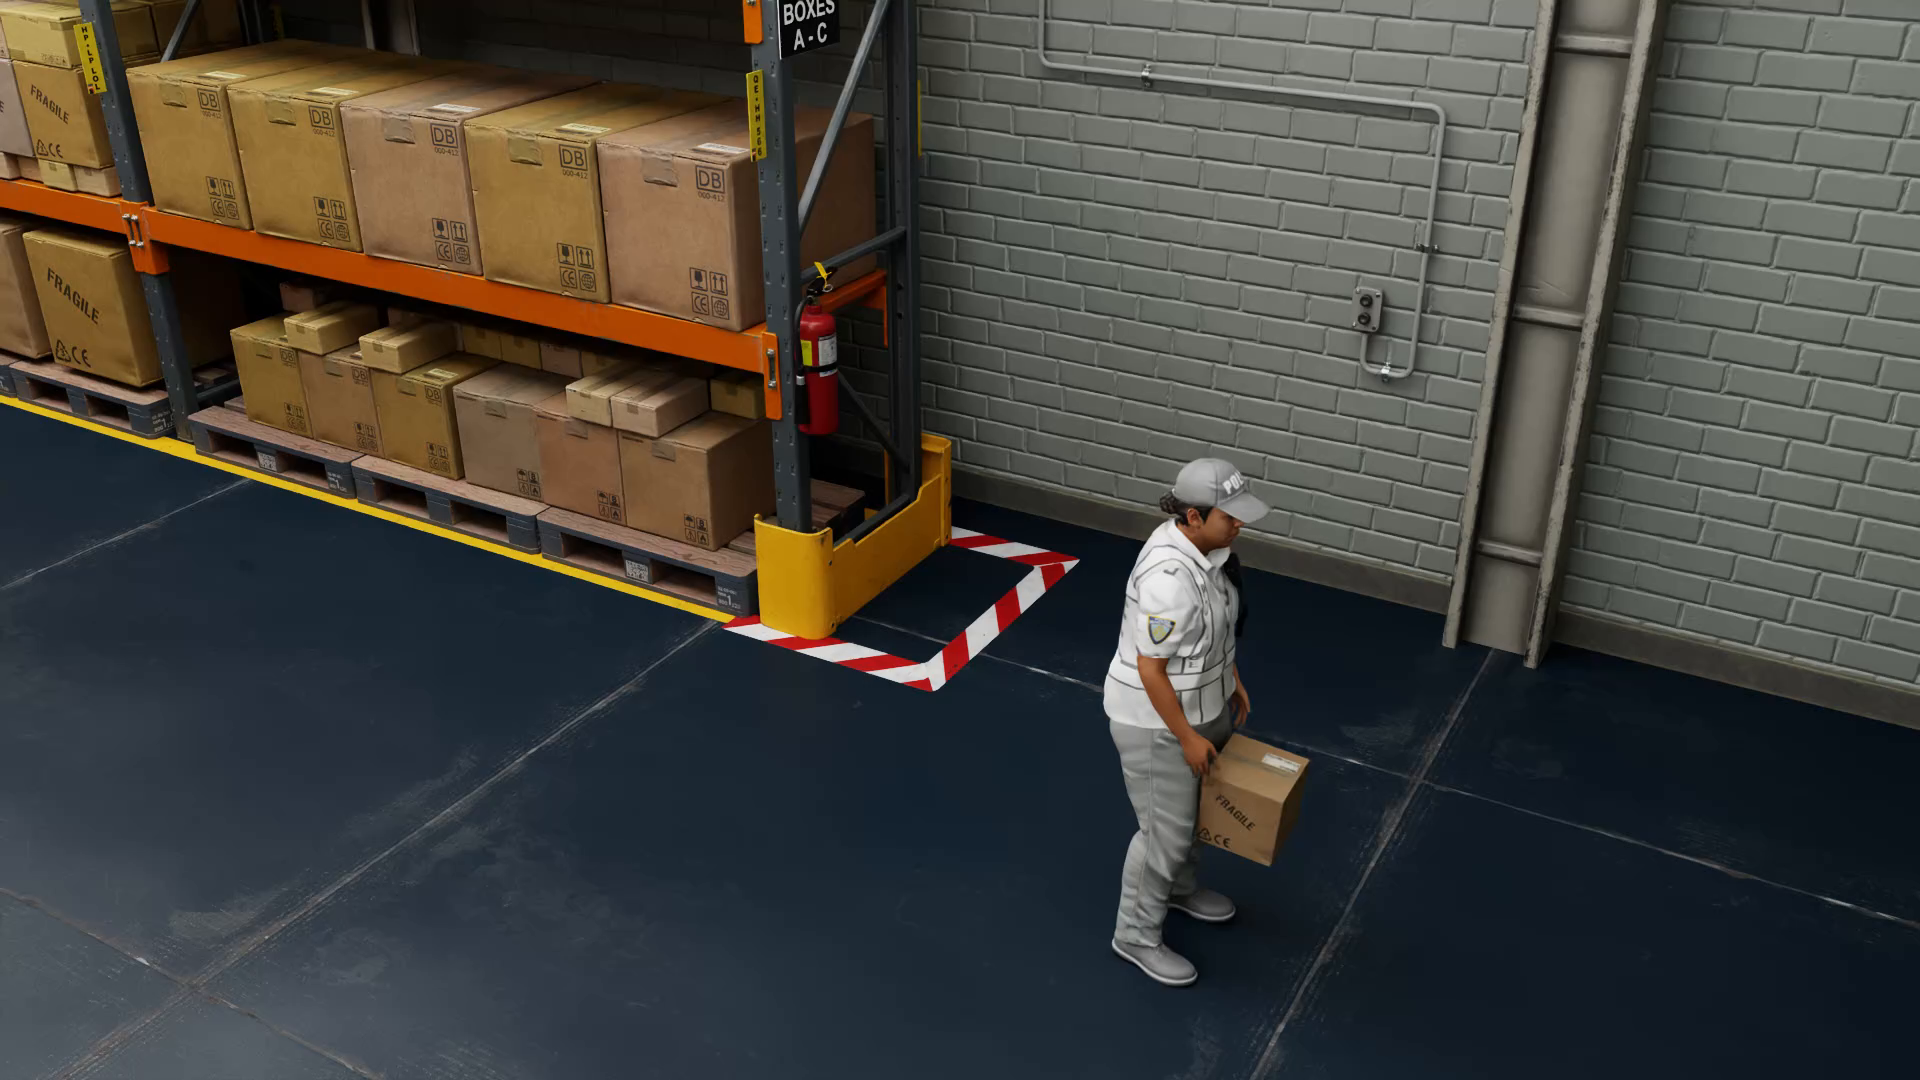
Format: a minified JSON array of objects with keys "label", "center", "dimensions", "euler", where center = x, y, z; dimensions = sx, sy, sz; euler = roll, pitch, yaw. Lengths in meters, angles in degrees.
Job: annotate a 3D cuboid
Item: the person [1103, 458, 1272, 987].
[{"label":"person","center":[0.671,0.522,5.066],"dimensions":[0.429,1.671,0.521],"euler":[14,30,25]}]
